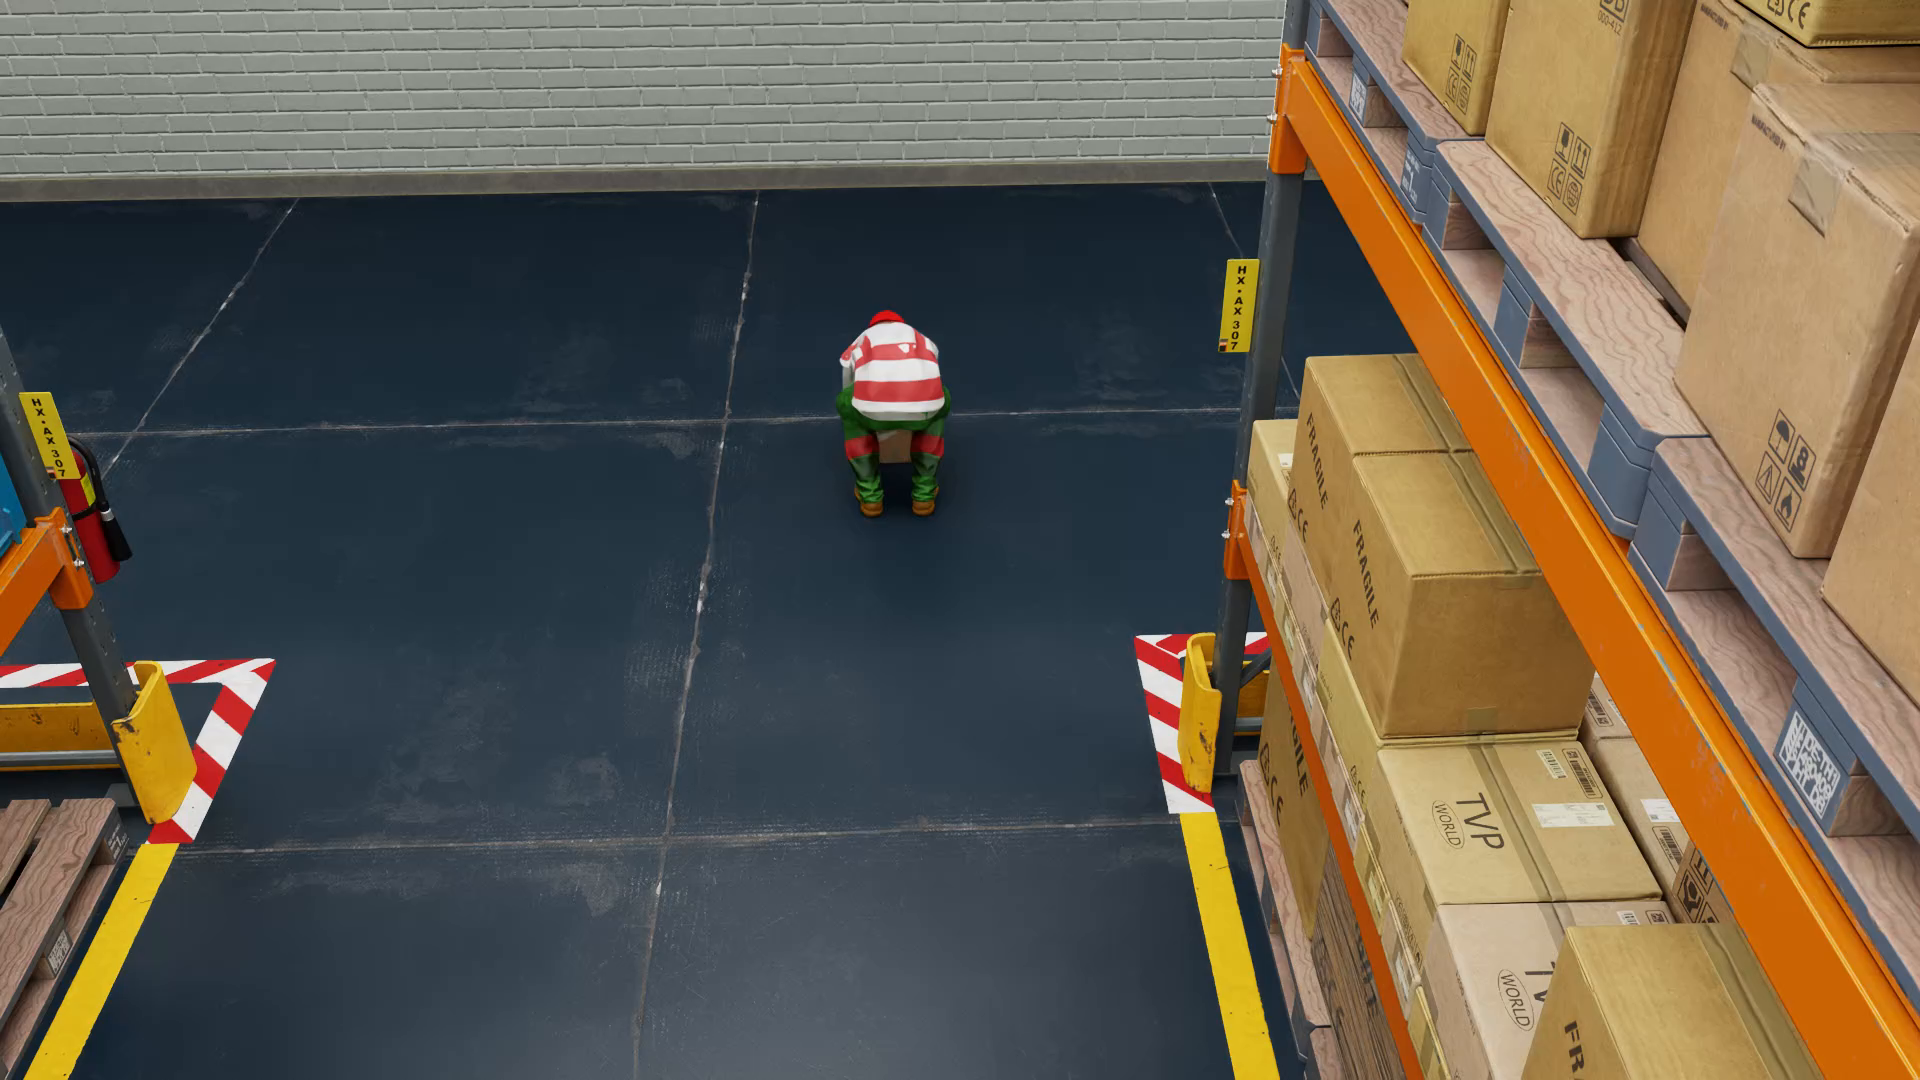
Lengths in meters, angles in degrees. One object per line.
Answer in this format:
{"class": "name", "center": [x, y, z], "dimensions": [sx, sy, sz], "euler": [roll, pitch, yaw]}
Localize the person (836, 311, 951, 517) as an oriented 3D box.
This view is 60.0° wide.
{"class": "person", "center": [-0.316, -0.626, 7.839], "dimensions": [0.536, 0.894, 0.962], "euler": [-3, 35, -4]}
